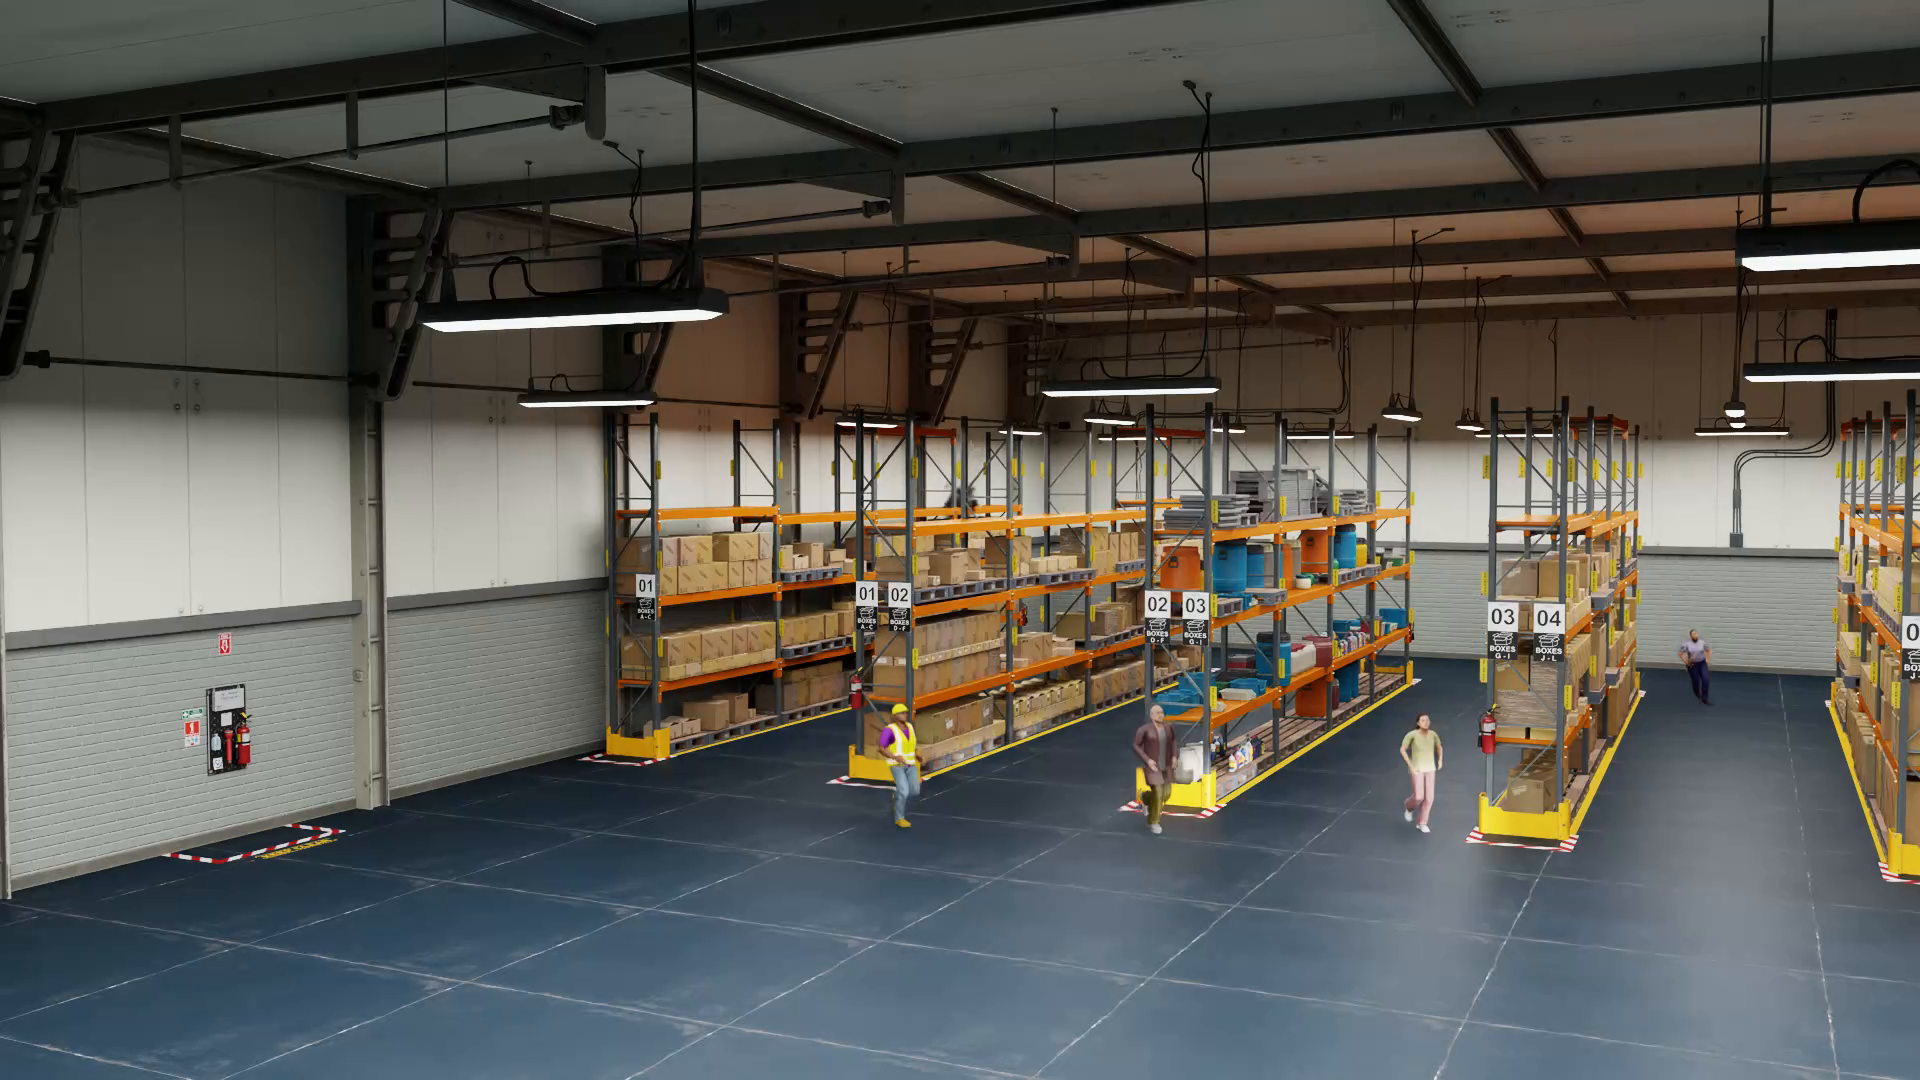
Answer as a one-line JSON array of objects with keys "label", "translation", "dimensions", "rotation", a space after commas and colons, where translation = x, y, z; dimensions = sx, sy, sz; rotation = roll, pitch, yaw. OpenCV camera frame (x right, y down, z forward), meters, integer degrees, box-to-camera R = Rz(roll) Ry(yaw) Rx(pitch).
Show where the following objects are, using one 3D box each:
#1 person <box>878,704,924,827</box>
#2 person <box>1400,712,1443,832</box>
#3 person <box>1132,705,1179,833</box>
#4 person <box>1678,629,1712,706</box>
[{"label": "person", "translation": [-0.829, 3.162, 23.408], "dimensions": [0.703, 1.720, 0.586], "rotation": [-2, 3, -42]}, {"label": "person", "translation": [6.444, 3.212, 23.199], "dimensions": [0.599, 1.644, 0.585], "rotation": [0, 2, -6]}, {"label": "person", "translation": [2.712, 3.167, 23.180], "dimensions": [0.727, 1.763, 0.712], "rotation": [-1, 3, -23]}, {"label": "person", "translation": [15.801, 2.718, 35.735], "dimensions": [0.673, 1.608, 0.687], "rotation": [1, 2, 12]}]
